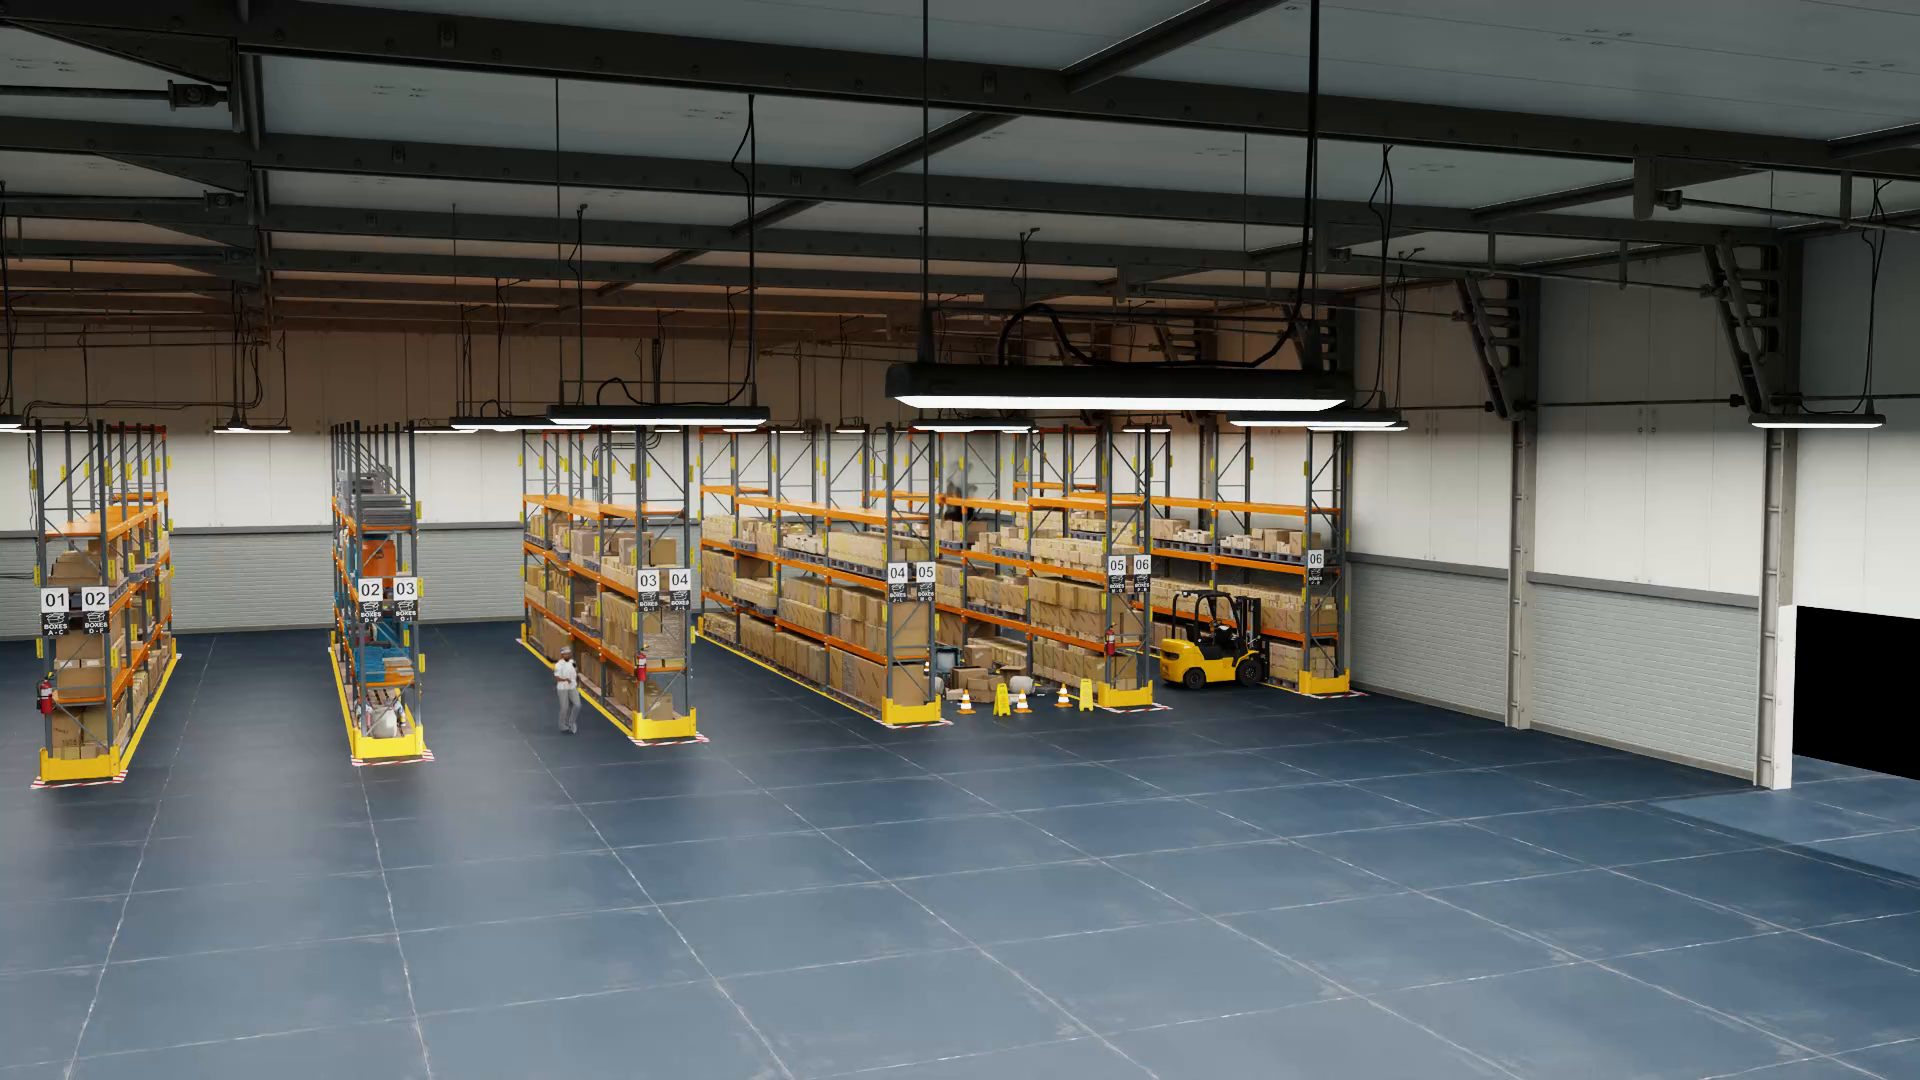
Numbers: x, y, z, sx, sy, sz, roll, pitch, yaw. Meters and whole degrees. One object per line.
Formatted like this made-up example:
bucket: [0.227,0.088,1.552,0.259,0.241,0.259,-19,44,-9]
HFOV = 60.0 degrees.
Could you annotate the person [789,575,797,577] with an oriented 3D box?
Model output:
person: [-4.800,1.881,48.025,0.631,1.743,0.792,-2,4,-33]

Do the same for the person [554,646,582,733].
person: [-7.547,2.884,32.049,0.548,1.703,0.681,-3,4,-37]
